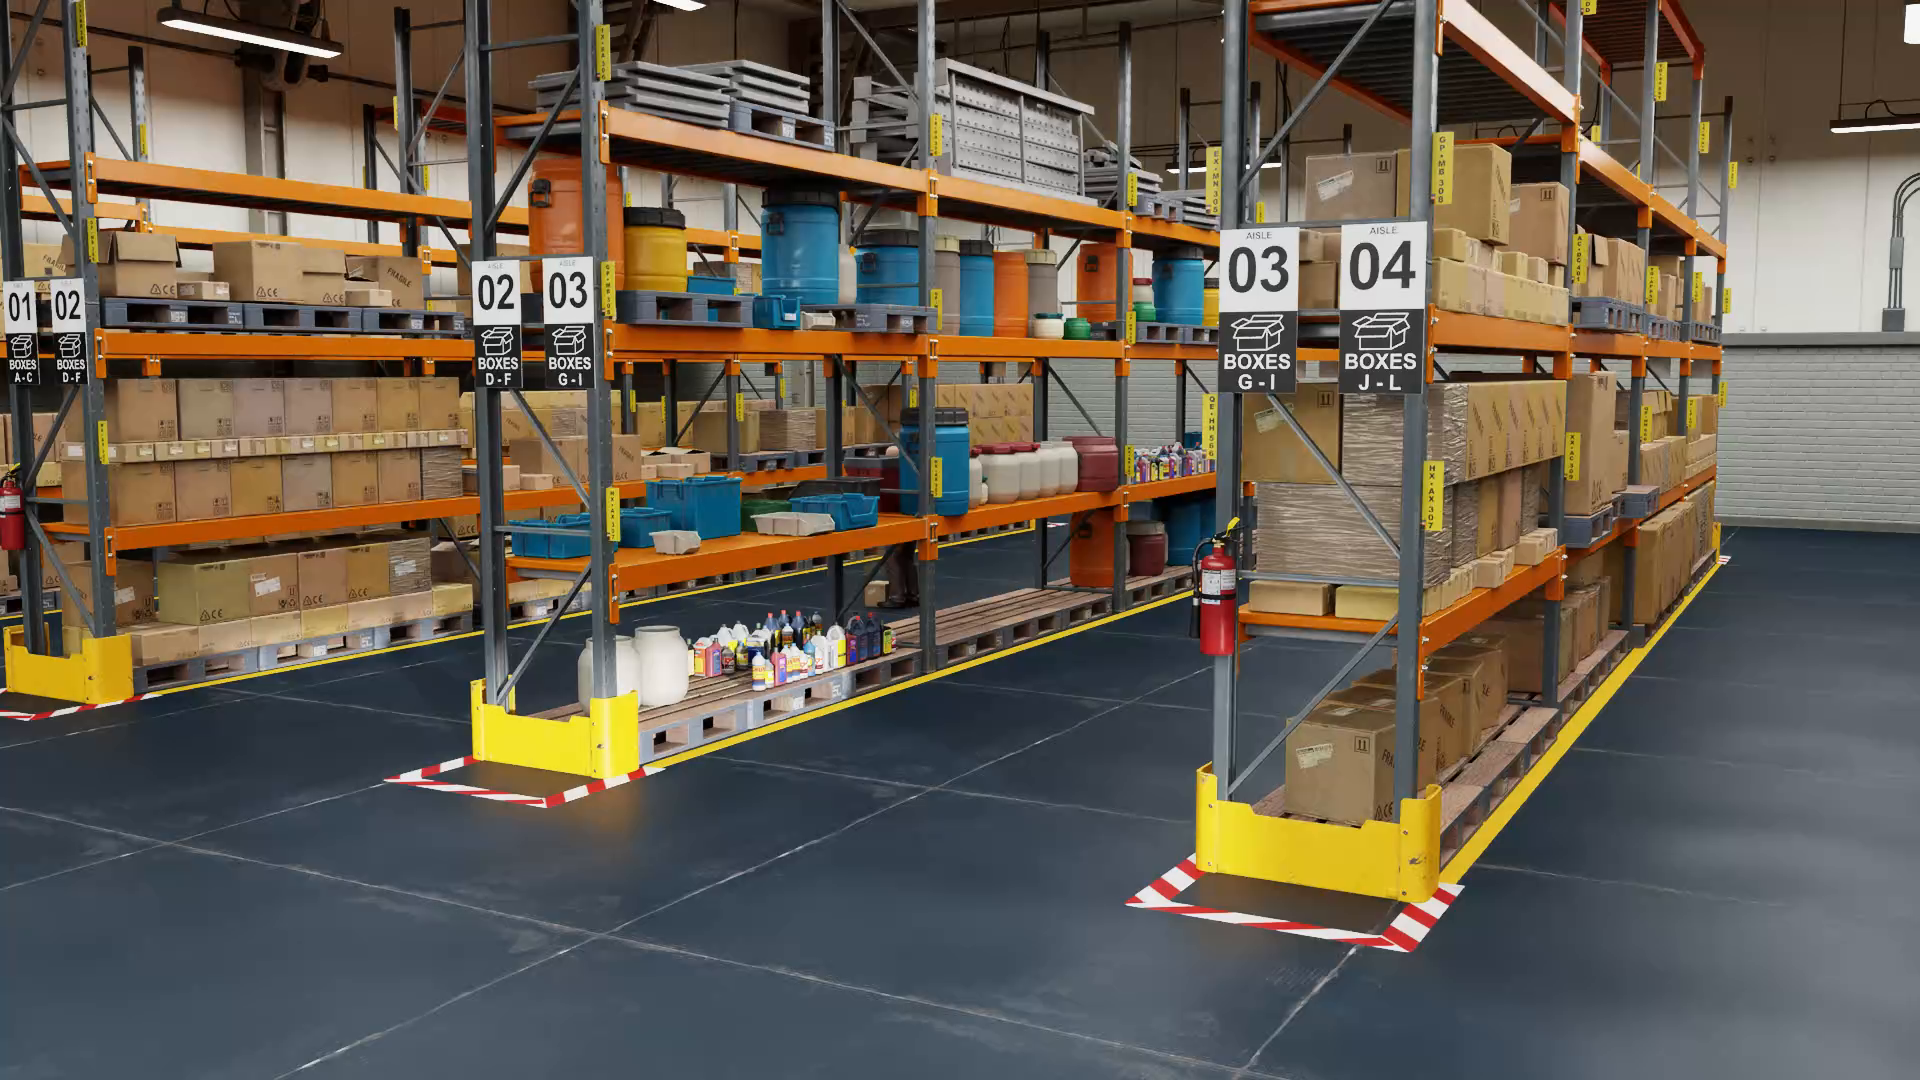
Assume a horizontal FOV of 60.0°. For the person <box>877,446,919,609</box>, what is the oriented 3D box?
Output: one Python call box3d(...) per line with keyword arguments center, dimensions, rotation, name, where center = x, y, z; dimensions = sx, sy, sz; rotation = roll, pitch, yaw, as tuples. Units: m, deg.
box3d(center=(-0.625, -0.140, 17.641), dimensions=(0.462, 1.721, 0.587), rotation=(3, 7, 27), name="person")
